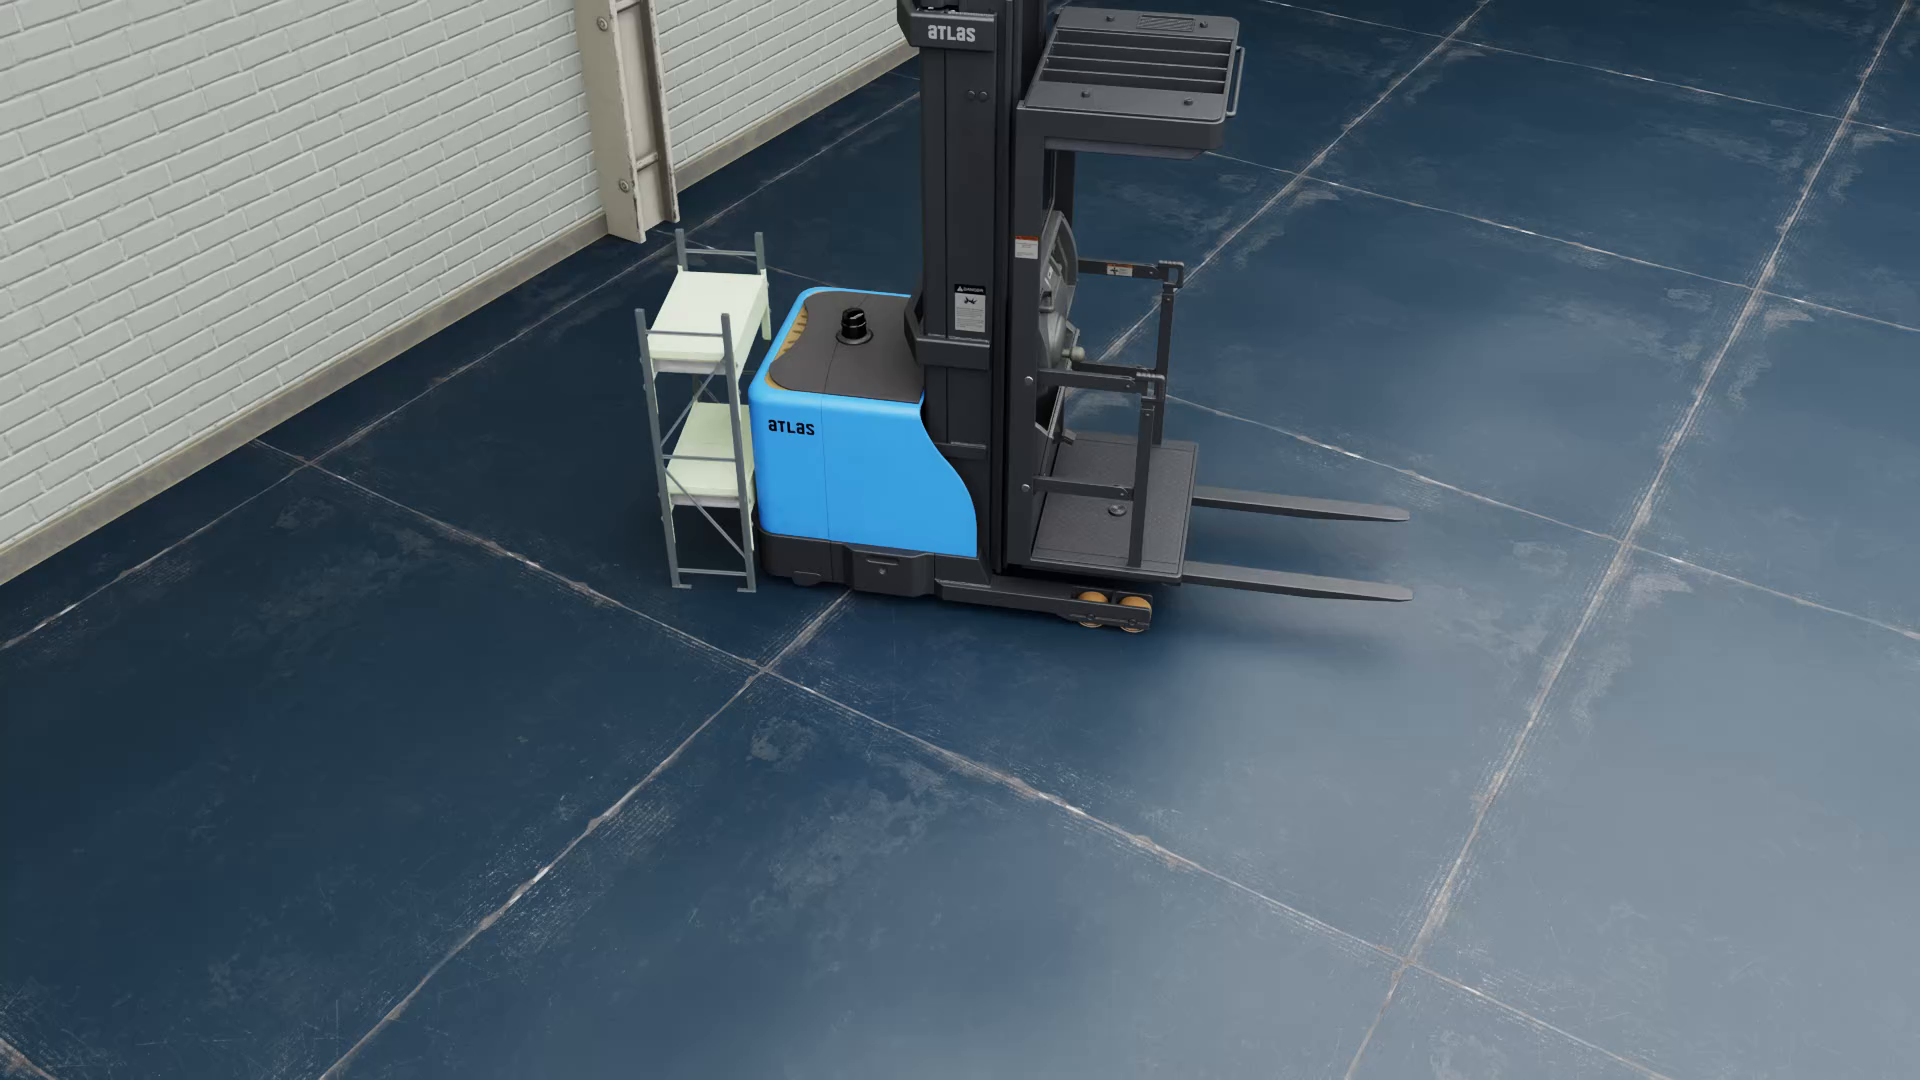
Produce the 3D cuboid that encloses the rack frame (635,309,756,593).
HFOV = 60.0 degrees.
[{"bbox_3d":[-1.165,-0.361,7.429,0.400,1.500,0.023,3,38,4],"label":"rack frame"}]

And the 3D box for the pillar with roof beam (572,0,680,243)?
[{"bbox_3d":[1.566,-4.207,6.276,9.100,9.000,0.400,21,42,25],"label":"pillar with roof beam"}]

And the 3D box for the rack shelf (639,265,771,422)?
[{"bbox_3d":[-1.130,-0.892,7.480,0.431,0.370,0.720,3,38,4],"label":"rack shelf"}]

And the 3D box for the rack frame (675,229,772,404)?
[{"bbox_3d":[-1.095,-0.806,8.006,0.400,1.500,0.023,3,38,4],"label":"rack frame"}]

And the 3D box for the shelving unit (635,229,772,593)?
[{"bbox_3d":[-1.130,-0.583,7.718,0.431,1.500,0.755,3,38,4],"label":"shelving unit"}]

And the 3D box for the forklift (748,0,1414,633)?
[{"bbox_3d":[0.615,-1.090,7.202,3.031,2.935,1.130,7,38,8],"label":"forklift"}]

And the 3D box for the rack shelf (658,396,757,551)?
[{"bbox_3d":[-1.130,-0.325,7.917,0.431,0.370,0.720,3,38,4],"label":"rack shelf"}]
